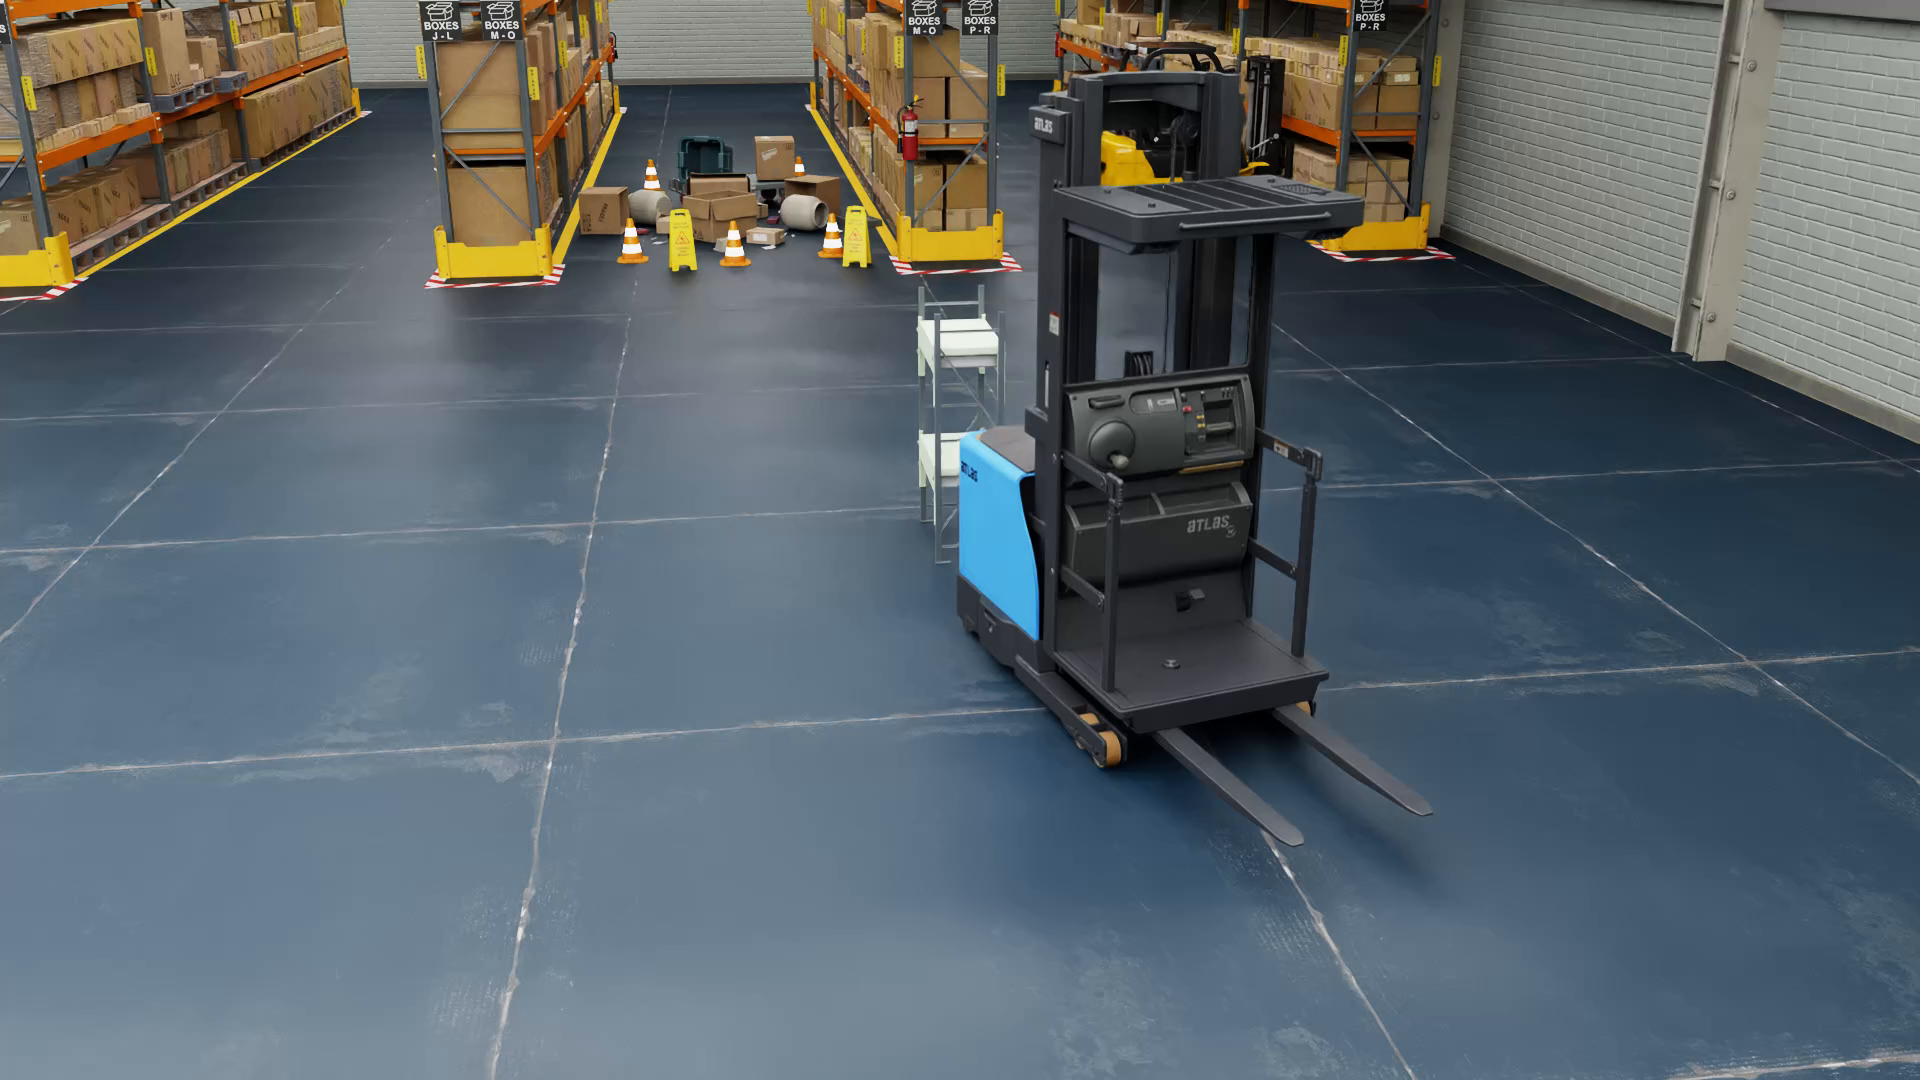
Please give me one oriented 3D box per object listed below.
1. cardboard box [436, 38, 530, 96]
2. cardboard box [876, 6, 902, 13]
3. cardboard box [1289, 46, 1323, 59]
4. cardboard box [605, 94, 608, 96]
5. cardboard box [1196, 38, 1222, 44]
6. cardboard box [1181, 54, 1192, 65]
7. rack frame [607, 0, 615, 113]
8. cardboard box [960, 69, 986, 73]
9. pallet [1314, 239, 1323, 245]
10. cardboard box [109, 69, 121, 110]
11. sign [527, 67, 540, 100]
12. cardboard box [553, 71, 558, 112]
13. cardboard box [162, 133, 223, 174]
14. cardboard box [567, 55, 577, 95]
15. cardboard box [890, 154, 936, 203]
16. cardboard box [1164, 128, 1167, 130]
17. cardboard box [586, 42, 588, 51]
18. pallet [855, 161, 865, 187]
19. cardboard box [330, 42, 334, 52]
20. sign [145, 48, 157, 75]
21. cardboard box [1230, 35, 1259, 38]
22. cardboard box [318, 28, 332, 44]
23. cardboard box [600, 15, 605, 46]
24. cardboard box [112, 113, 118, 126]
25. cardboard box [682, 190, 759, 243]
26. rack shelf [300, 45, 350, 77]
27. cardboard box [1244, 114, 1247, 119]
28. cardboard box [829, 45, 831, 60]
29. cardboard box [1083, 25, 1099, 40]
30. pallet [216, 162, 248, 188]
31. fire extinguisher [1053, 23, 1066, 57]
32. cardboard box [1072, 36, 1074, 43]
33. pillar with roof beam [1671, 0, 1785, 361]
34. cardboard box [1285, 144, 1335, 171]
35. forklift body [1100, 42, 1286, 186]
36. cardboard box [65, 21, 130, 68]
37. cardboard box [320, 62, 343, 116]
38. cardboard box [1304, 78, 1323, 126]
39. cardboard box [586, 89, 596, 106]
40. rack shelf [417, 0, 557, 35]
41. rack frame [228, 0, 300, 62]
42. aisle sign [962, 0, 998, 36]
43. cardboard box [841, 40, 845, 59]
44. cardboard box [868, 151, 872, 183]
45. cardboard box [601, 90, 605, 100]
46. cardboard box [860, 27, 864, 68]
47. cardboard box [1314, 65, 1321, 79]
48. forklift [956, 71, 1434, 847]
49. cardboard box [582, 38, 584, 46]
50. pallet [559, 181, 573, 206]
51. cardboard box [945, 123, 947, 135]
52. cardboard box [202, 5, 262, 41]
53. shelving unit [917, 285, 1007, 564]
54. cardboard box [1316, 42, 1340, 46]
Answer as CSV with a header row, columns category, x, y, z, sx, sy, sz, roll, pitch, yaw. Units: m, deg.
category,x,y,z,sx,sy,sz,roll,pitch,yaw
cardboard box,-5.000,-4.983,17.514,0.875,0.550,0.550,-3,21,-8
cardboard box,-1.083,-8.030,25.856,0.500,0.500,0.500,-4,21,-10
cardboard box,4.304,-6.035,20.593,0.380,0.149,0.250,-3,21,-8
cardboard box,-6.750,-8.201,30.935,0.380,0.149,0.250,-2,21,-5
cardboard box,3.636,-7.185,24.095,0.380,0.149,0.250,-3,21,-9
cardboard box,3.608,-7.225,24.774,0.500,0.250,0.500,-3,21,-9
rack frame,-7.291,-9.816,32.212,1.000,3.000,0.127,-3,21,-8
cardboard box,0.027,-5.105,19.029,0.500,0.500,0.500,-2,21,-6
pallet,4.658,-3.769,20.007,1.003,0.211,1.213,-3,21,-8
cardboard box,-10.443,-5.299,19.548,0.875,0.500,0.500,-3,21,-8
sign,-4.435,-4.745,17.284,0.100,0.325,0.005,-3,21,-8
cardboard box,-5.496,-5.605,20.721,0.875,0.550,0.550,-3,21,-8
cardboard box,-10.852,-5.444,23.449,0.700,0.500,0.500,-5,21,-12
cardboard box,-5.587,-6.428,22.997,0.500,0.500,0.500,-3,21,-7
cardboard box,-0.553,-4.266,19.609,0.500,0.500,0.500,-2,21,-6
cardboard box,3.383,-6.744,26.959,0.500,0.500,0.500,-2,21,-6
cardboard box,-6.390,-8.207,27.661,0.380,0.149,0.250,-3,21,-8
pallet,-0.971,-5.333,24.193,1.003,0.211,1.213,-3,21,-8
cardboard box,-11.688,-9.023,30.448,0.380,0.149,0.250,-3,21,-9
sign,-9.948,-5.882,20.441,0.100,0.325,0.005,-3,21,-8
cardboard box,4.213,-7.395,24.660,0.380,0.149,0.250,-3,21,-9
cardboard box,-11.735,-9.164,30.255,0.500,0.250,0.500,-4,21,-10
cardboard box,-6.652,-9.149,29.857,0.500,0.500,0.500,-3,21,-9
cardboard box,-10.107,-4.918,19.457,0.380,0.149,0.250,-3,21,-8
cardboard box,-2.860,-3.872,19.865,0.637,0.503,0.797,17,27,39
rack shelf,-11.926,-8.572,29.908,1.077,0.370,4.000,-3,21,-8
cardboard box,3.933,-5.992,24.765,0.875,0.625,0.625,-4,21,-10
cardboard box,-1.953,-8.301,28.369,0.500,0.250,0.500,-3,21,-9
cardboard box,2.620,-9.547,31.280,0.500,0.250,0.500,-3,21,-8
pallet,-10.950,-5.255,23.983,1.003,0.211,1.213,-3,21,-8
fire extinguisher,2.025,-10.169,33.800,0.296,0.674,0.183,-3,21,-8
cardboard box,2.410,-9.842,32.639,0.380,0.149,0.250,-2,21,-6
pillar with roof beam,2.207,-5.615,12.390,9.100,9.000,0.400,-3,21,-8
cardboard box,4.273,-4.684,20.372,0.500,0.250,0.500,-3,21,-7
forklift body,2.732,-4.980,20.476,2.313,2.155,1.214,-3,21,-8
cardboard box,-10.074,-5.786,19.424,0.500,0.500,0.500,-3,21,-8
cardboard box,-11.911,-8.270,30.508,0.875,0.875,0.875,-3,21,-8
cardboard box,4.414,-5.197,19.701,0.500,0.500,0.500,-2,21,-6
cardboard box,-6.206,-7.203,27.114,0.500,0.250,0.500,-4,21,-10
rack shelf,-5.273,-6.037,18.835,1.077,0.370,4.000,-3,21,-8
rack frame,-11.637,-8.216,27.928,1.000,3.000,0.127,-3,21,-8
aisle sign,0.215,-5.773,17.671,0.394,0.787,0.004,-3,21,-8
cardboard box,-1.576,-7.650,25.911,0.500,0.250,0.500,-3,21,-8
cardboard box,-0.756,-5.094,22.722,0.950,0.372,0.625,-3,21,-7
cardboard box,-6.642,-8.066,30.149,0.380,0.149,0.250,-2,21,-7
cardboard box,-1.113,-6.828,23.043,0.500,0.500,0.500,-2,21,-6
cardboard box,4.415,-5.536,19.681,0.380,0.149,0.250,-3,21,-8
forklift,1.012,-0.517,7.412,1.130,2.935,3.031,-8,22,-21
cardboard box,-6.239,-7.982,26.633,0.380,0.149,0.250,-2,21,-6
pallet,-5.747,-4.619,22.281,1.003,0.211,1.213,-3,21,-8
cardboard box,0.004,-4.658,18.761,0.380,0.149,0.250,-3,21,-7
cardboard box,-11.345,-8.060,25.932,0.797,0.503,0.637,-2,21,-6
shelving unit,0.001,-0.700,9.948,0.431,1.500,0.755,-3,21,-8
cardboard box,4.741,-6.239,21.137,0.380,0.149,0.250,-3,21,-9
